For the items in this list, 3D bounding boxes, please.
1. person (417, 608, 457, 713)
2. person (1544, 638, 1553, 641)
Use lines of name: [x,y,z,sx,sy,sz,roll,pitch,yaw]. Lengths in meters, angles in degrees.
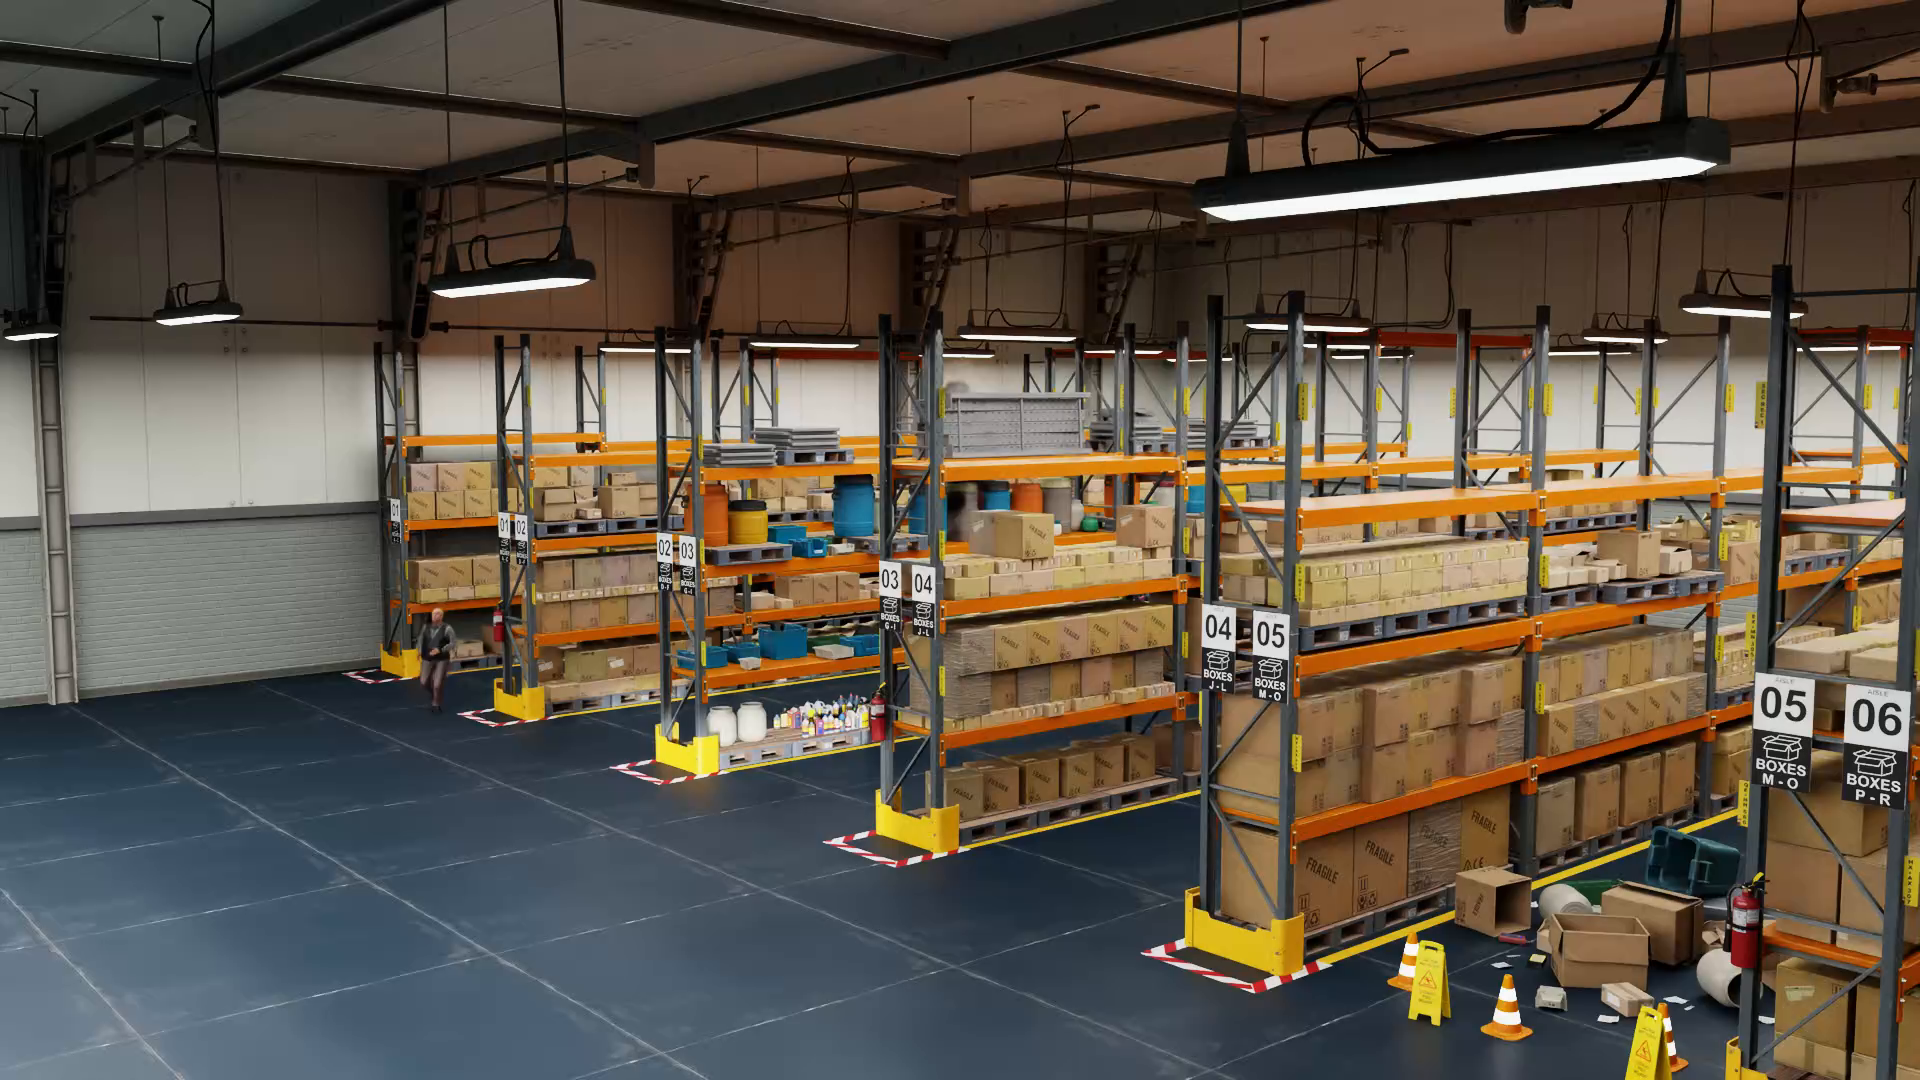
person: [-8.365,1.924,26.518,0.662,1.668,0.533,0,5,-1]
person: [8.354,2.197,23.514,0.625,1.654,0.724,4,7,41]
